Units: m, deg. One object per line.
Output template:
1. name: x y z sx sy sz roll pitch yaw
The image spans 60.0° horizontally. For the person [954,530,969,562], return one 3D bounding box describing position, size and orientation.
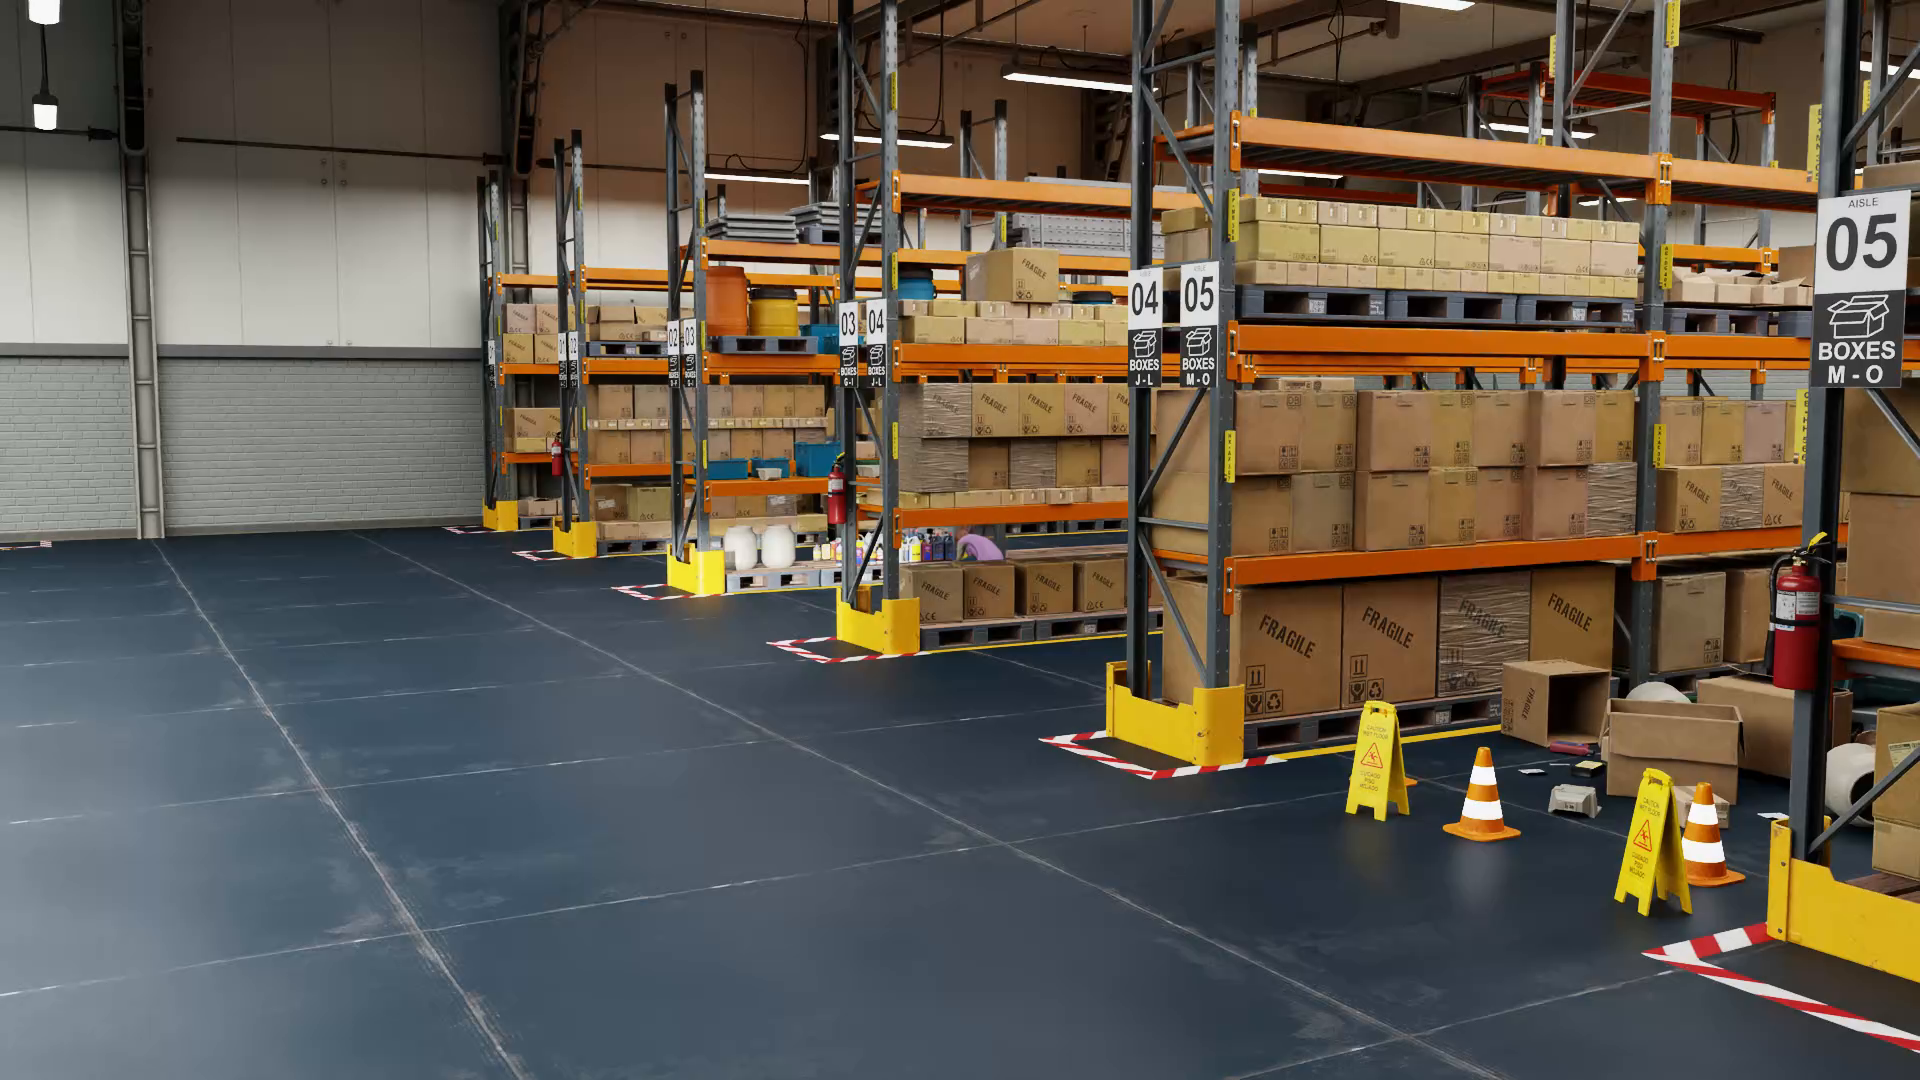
1. person: 0.194 0.296 19.814 0.382 0.736 0.816 -3 6 -29
